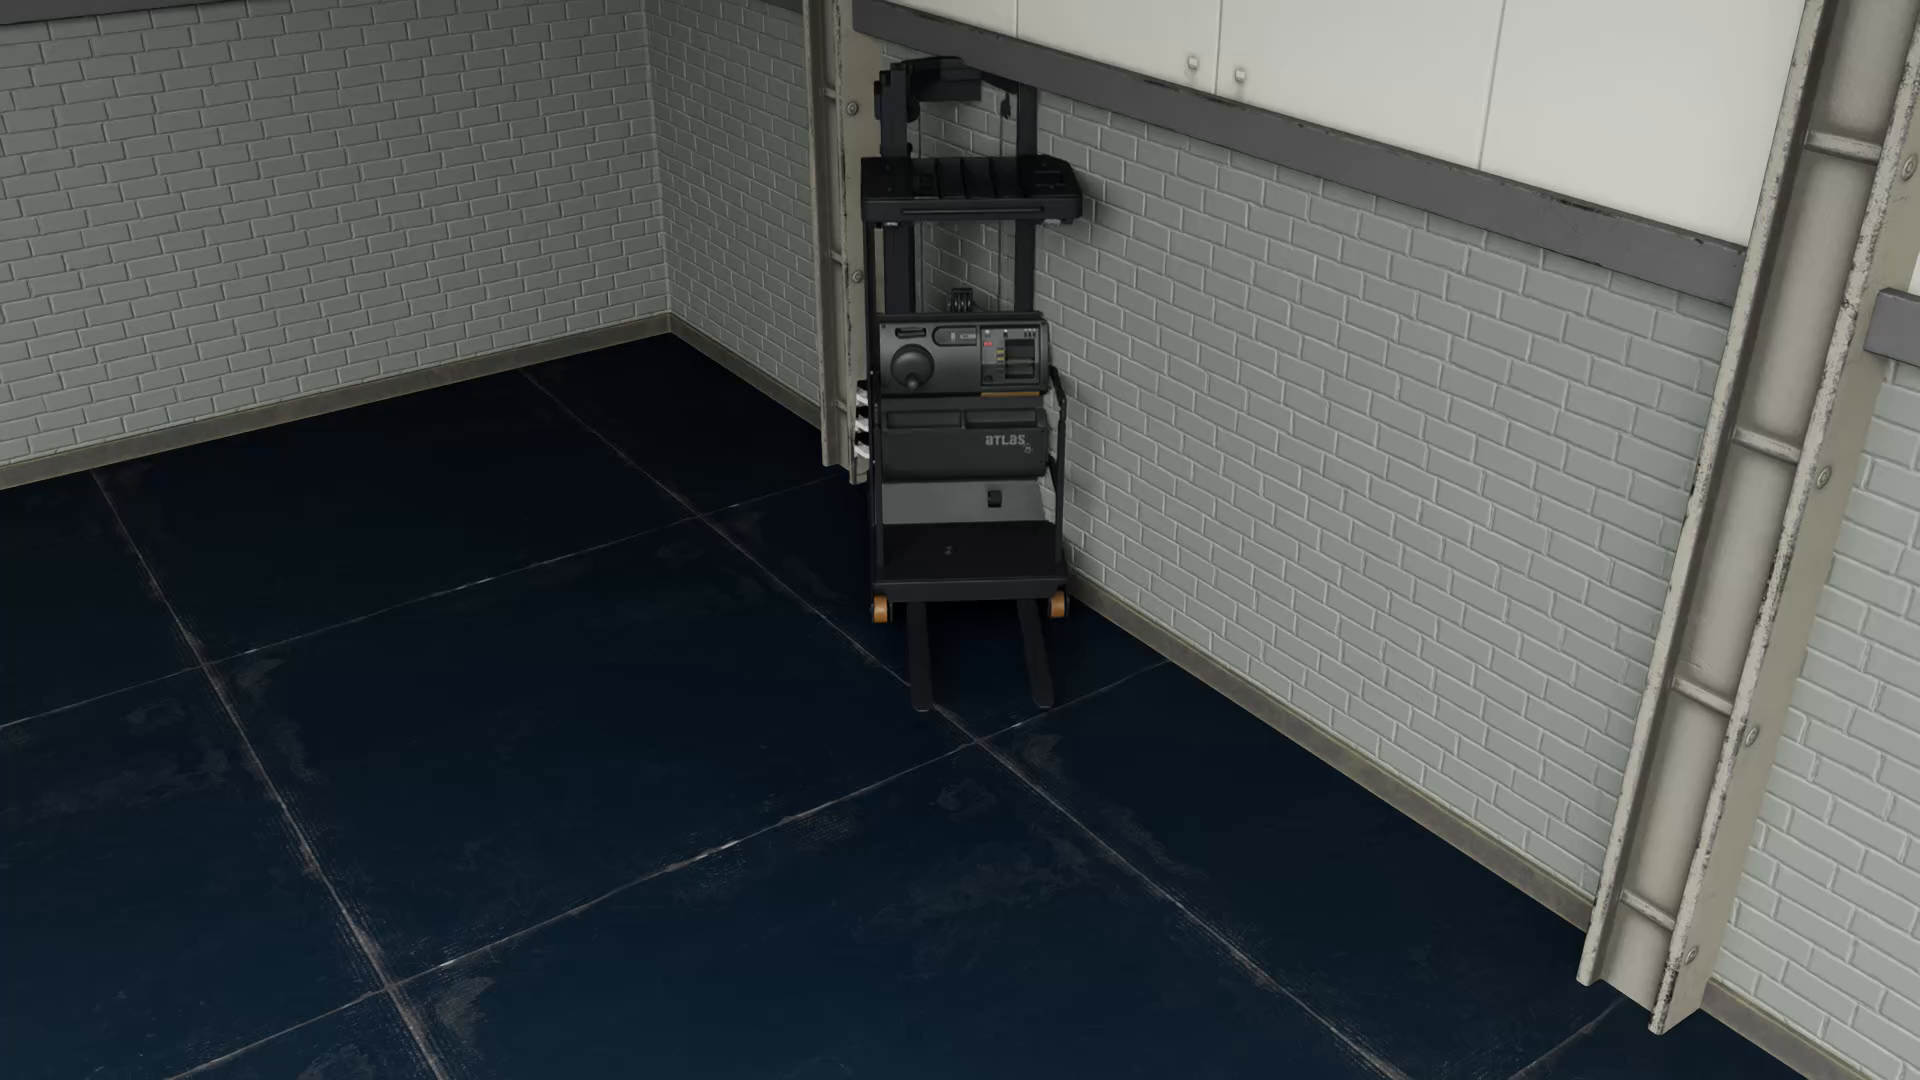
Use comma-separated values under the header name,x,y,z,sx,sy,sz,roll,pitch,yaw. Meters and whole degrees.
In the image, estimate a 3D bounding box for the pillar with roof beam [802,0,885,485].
name,x,y,z,sx,sy,sz,roll,pitch,yaw
pillar with roof beam,-4.195,-3.241,6.789,9.100,9.000,0.400,-19,34,-31

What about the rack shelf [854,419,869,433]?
name,x,y,z,sx,sy,sz,roll,pitch,yaw
rack shelf,-0.518,-0.727,10.716,0.258,0.077,0.200,-14,30,-33

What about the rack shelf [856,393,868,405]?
name,x,y,z,sx,sy,sz,roll,pitch,yaw
rack shelf,-0.508,-0.890,10.640,0.258,0.077,0.200,-14,30,-33

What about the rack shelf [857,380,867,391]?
name,x,y,z,sx,sy,sz,roll,pitch,yaw
rack shelf,-0.503,-0.972,10.603,0.258,0.077,0.200,-14,30,-33

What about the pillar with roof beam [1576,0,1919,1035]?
name,x,y,z,sx,sy,sz,roll,pitch,yaw
pillar with roof beam,-0.714,-0.909,2.494,9.100,9.000,0.400,-19,34,-31

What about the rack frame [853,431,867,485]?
name,x,y,z,sx,sy,sz,roll,pitch,yaw
rack frame,-0.575,-0.795,10.775,0.240,0.900,0.006,-14,30,-33

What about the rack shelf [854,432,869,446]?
name,x,y,z,sx,sy,sz,roll,pitch,yaw
rack shelf,-0.523,-0.645,10.753,0.258,0.077,0.200,-14,30,-33

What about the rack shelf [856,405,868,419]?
name,x,y,z,sx,sy,sz,roll,pitch,yaw
rack shelf,-0.513,-0.809,10.678,0.258,0.077,0.200,-14,30,-33

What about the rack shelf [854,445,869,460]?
name,x,y,z,sx,sy,sz,roll,pitch,yaw
rack shelf,-0.528,-0.564,10.791,0.258,0.077,0.200,-14,30,-33

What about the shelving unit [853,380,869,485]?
name,x,y,z,sx,sy,sz,roll,pitch,yaw
shelving unit,-0.516,-0.757,10.702,0.258,0.900,0.210,-14,30,-33

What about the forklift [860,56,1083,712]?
name,x,y,z,sx,sy,sz,roll,pitch,yaw
forklift,0.036,-0.976,8.976,1.130,2.935,3.031,-2,29,-3
